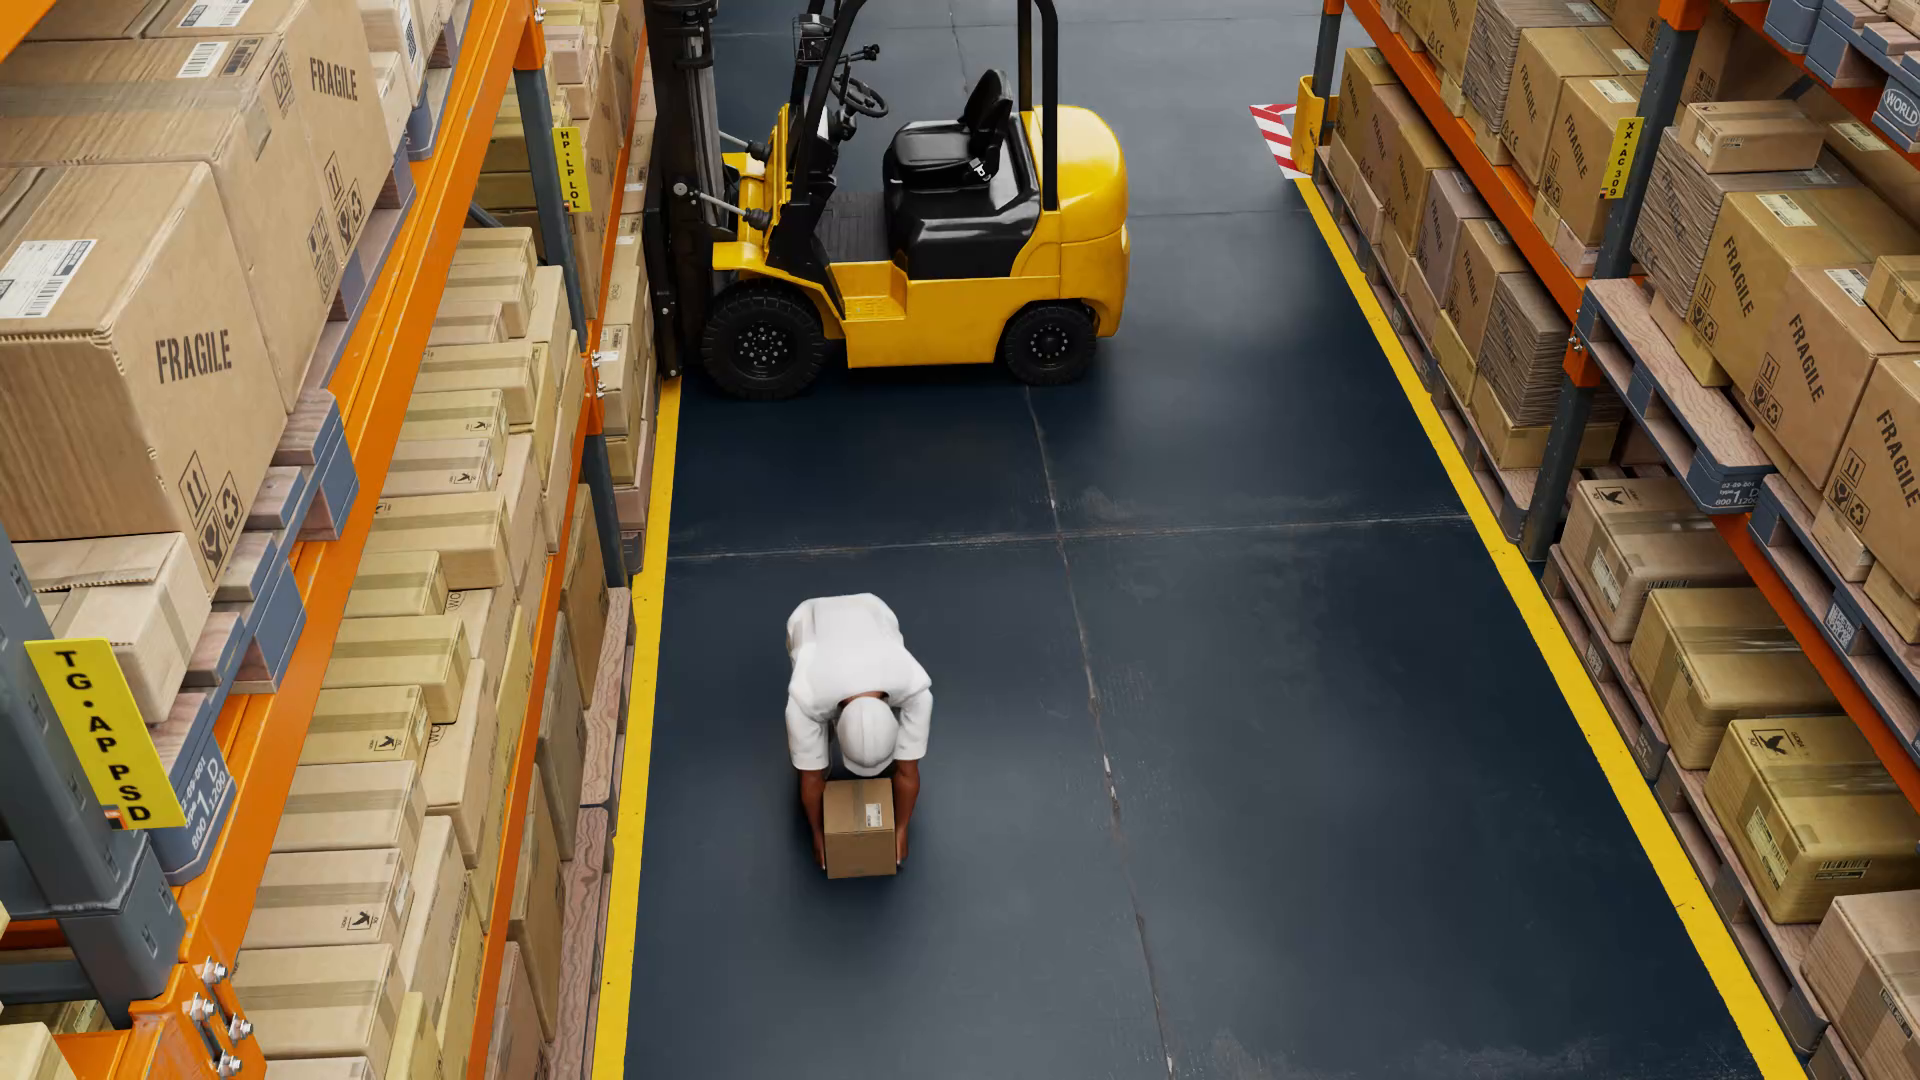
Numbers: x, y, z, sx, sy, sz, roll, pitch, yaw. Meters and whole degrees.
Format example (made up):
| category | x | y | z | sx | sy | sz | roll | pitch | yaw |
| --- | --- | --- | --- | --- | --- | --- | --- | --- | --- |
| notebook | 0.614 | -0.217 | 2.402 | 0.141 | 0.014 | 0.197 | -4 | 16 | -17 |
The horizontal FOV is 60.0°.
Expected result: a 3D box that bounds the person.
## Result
| category | x | y | z | sx | sy | sz | roll | pitch | yaw |
| --- | --- | --- | --- | --- | --- | --- | --- | --- | --- |
| person | -0.379 | 0.652 | 6.119 | 0.523 | 0.810 | 0.962 | -4 | 39 | -5 |
